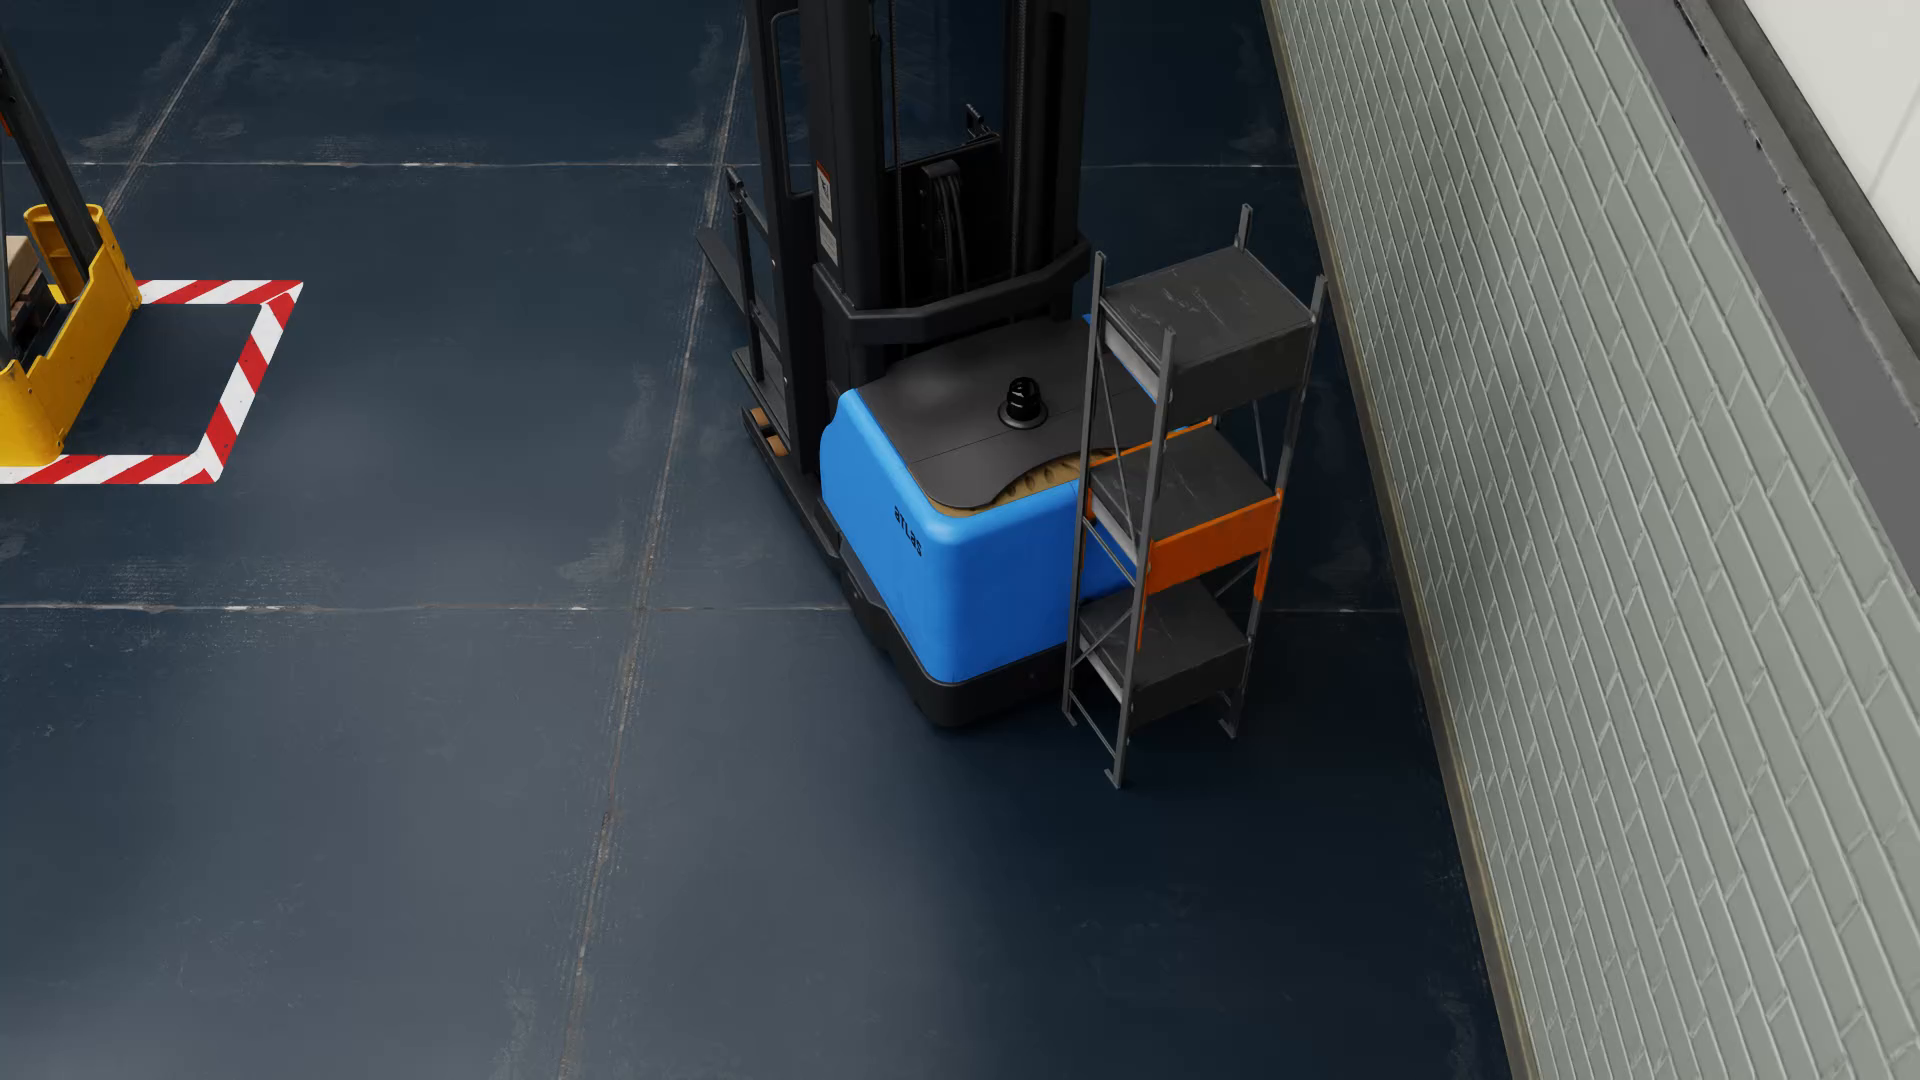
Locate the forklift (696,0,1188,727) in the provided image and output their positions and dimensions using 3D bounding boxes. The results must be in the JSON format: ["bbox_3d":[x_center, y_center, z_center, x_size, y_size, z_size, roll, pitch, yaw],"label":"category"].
[{"bbox_3d":[-0.273,-1.410,6.060,1.130,2.935,3.031,-20,50,-17],"label":"forklift"}]

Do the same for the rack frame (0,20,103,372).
[{"bbox_3d":[-3.931,-1.761,6.340,0.127,3.000,1.000,0,47,0],"label":"rack frame"}]

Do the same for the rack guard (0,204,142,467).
[{"bbox_3d":[-4.007,-0.910,7.255,0.348,0.500,1.175,0,47,0],"label":"rack guard"}]

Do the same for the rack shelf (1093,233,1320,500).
[{"bbox_3d":[0.692,-0.507,4.850,0.480,0.518,0.431,-21,50,-18],"label":"rack shelf"}]

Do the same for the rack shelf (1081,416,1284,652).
[{"bbox_3d":[0.692,-0.030,5.362,0.480,0.518,0.431,-21,50,-18],"label":"rack shelf"}]

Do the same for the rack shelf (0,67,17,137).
[{"bbox_3d":[-5.931,-1.521,6.608,4.000,0.370,1.077,0,47,0],"label":"rack shelf"}]

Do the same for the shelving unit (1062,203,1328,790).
[{"bbox_3d":[0.692,-0.039,5.352,0.503,2.100,0.431,-21,50,-18],"label":"shelving unit"}]

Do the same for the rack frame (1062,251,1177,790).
[{"bbox_3d":[0.475,0.042,5.276,0.015,2.100,0.400,-21,50,-18],"label":"rack frame"}]

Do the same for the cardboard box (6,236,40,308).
[{"bbox_3d":[-4.349,-1.192,7.458,0.250,0.149,0.380,0,47,0],"label":"cardboard box"}]

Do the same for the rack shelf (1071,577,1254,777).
[{"bbox_3d":[0.692,0.447,5.874,0.480,0.518,0.431,-21,50,-18],"label":"rack shelf"}]

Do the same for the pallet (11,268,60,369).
[{"bbox_3d":[-4.805,-0.812,7.362,1.213,0.211,1.003,0,47,0],"label":"pallet"}]

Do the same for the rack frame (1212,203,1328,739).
[{"bbox_3d":[0.909,-0.121,5.428,0.015,2.100,0.400,-21,50,-18],"label":"rack frame"}]
